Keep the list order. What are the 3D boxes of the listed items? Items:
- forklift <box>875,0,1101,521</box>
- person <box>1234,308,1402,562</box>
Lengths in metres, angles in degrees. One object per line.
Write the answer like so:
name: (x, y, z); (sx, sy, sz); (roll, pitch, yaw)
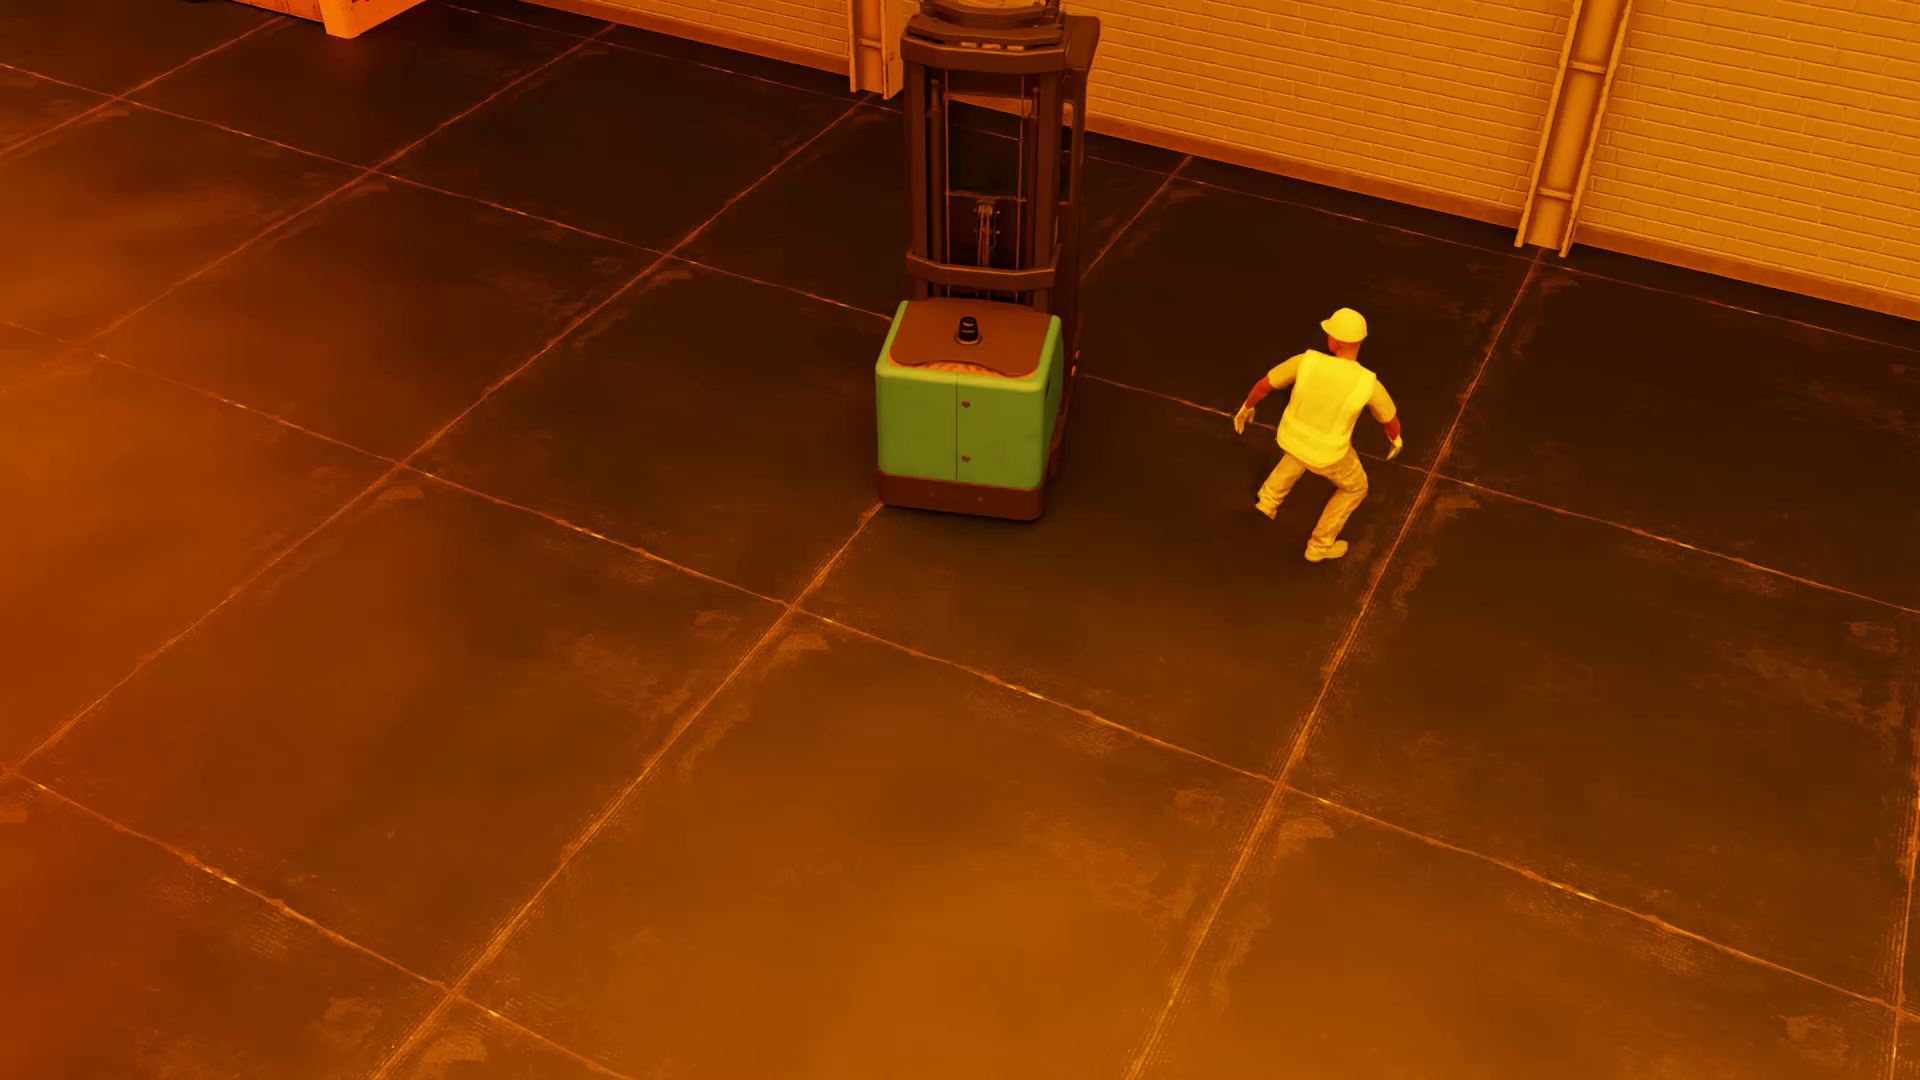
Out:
forklift: (0.251, -2.194, 10.592); (1.130, 2.935, 3.031); (7, 41, 8)
person: (2.115, -0.634, 9.725); (0.849, 1.676, 0.625); (32, 49, 32)
